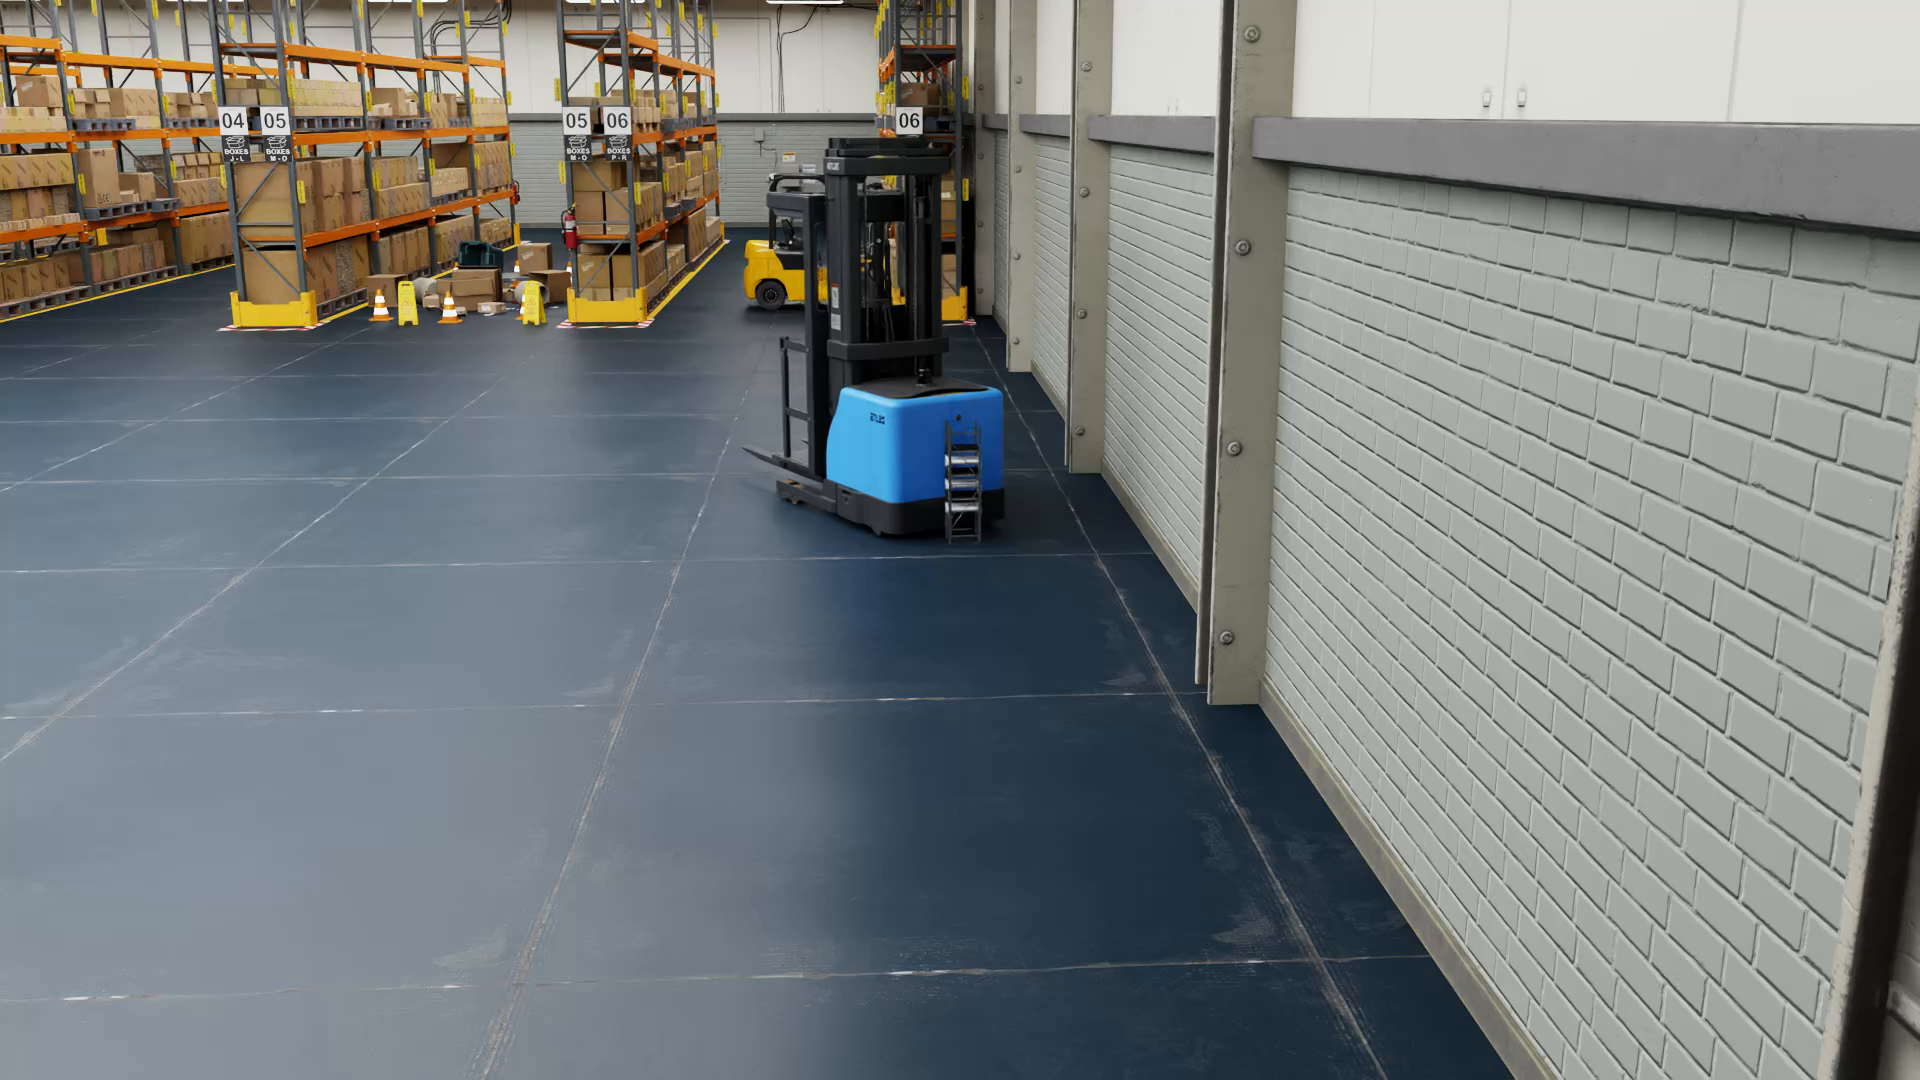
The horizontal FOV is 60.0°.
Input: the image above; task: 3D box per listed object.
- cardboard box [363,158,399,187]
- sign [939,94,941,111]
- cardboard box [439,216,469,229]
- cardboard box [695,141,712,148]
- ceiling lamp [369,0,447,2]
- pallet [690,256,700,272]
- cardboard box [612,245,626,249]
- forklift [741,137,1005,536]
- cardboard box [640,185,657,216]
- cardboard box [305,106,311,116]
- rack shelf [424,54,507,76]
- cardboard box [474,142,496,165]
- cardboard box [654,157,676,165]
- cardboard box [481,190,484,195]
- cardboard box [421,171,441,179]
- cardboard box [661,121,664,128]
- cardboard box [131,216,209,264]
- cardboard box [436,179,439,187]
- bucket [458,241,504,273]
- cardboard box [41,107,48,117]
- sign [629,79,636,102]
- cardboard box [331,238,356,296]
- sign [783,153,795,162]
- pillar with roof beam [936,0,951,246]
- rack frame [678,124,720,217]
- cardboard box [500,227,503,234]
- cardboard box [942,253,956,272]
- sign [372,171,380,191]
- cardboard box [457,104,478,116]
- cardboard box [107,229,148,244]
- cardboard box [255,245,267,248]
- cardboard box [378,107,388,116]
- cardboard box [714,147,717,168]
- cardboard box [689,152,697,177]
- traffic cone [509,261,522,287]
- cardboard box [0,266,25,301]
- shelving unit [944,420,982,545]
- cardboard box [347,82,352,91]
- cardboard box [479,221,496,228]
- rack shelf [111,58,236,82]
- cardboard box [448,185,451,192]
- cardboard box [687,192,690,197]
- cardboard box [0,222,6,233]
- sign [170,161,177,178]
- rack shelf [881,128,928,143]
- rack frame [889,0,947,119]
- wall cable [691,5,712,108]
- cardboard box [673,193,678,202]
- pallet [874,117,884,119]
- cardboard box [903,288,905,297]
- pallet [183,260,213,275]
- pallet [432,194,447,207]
[{"bbox_3d":[-10.743,-6.748,30.527,0.700,0.500,0.500,-1,14,-4],"label":"cardboard box"},{"bbox_3d":[-0.417,-8.635,32.851,0.100,0.325,0.005,-1,14,-3],"label":"sign"},{"bbox_3d":[-10.790,-6.749,35.407,0.500,0.250,0.500,0,14,-1],"label":"cardboard box"},{"bbox_3d":[-6.084,-9.371,39.417,0.380,0.149,0.250,-1,14,-2],"label":"cardboard box"},{"bbox_3d":[-13.947,-15.085,41.382,2.000,3.185,0.800,-1,14,-3],"label":"ceiling lamp"},{"bbox_3d":[-5.899,-5.656,34.086,1.003,0.211,1.213,-1,14,-3],"label":"pallet"},{"bbox_3d":[-5.835,-4.637,27.698,0.500,0.500,0.500,0,14,-1],"label":"cardboard box"},{"bbox_3d":[-0.868,-1.768,13.517,1.130,2.935,3.031,-9,17,-31],"label":"forklift"},{"bbox_3d":[-5.326,-5.643,27.643,0.500,0.500,0.500,0,14,-2],"label":"cardboard box"},{"bbox_3d":[-10.096,-6.517,25.276,0.380,0.149,0.250,-1,14,-3],"label":"cardboard box"},{"bbox_3d":[-11.231,-10.755,37.719,1.077,0.370,4.000,-1,14,-3],"label":"rack shelf"},{"bbox_3d":[-10.970,-8.877,38.205,0.500,0.500,0.500,-1,14,-5],"label":"cardboard box"},{"bbox_3d":[-5.542,-7.117,31.225,0.380,0.149,0.250,-2,15,-6],"label":"cardboard box"},{"bbox_3d":[-10.968,-7.853,37.531,0.380,0.149,0.250,-2,15,-6],"label":"cardboard box"},{"bbox_3d":[-10.740,-7.389,33.693,0.380,0.149,0.250,-1,15,-6],"label":"cardboard box"},{"bbox_3d":[-5.802,-7.933,31.113,0.797,0.503,0.637,-1,14,-3],"label":"cardboard box"},{"bbox_3d":[-15.838,-6.003,33.258,1.225,0.875,0.875,-2,15,-6],"label":"cardboard box"},{"bbox_3d":[-10.727,-7.191,33.518,0.380,0.149,0.250,-1,14,-5],"label":"cardboard box"},{"bbox_3d":[-8.302,-4.866,28.936,0.726,0.611,0.620,4,5,16],"label":"bucket"},{"bbox_3d":[-15.232,-7.029,27.308,0.380,0.149,0.250,-2,15,-6],"label":"cardboard box"},{"bbox_3d":[-4.888,-6.704,24.789,0.100,0.325,0.005,-1,14,-3],"label":"sign"},{"bbox_3d":[-10.583,-4.506,27.440,0.875,0.875,0.875,-1,14,-3],"label":"cardboard box"},{"bbox_3d":[-4.756,-10.648,46.233,0.339,0.242,0.001,-1,14,-3],"label":"sign"},{"bbox_3d":[-4.659,-10.908,36.861,9.100,9.000,0.400,-1,14,-3],"label":"pillar with roof beam"},{"bbox_3d":[-6.421,-8.799,40.705,1.000,3.000,0.127,-1,14,-3],"label":"rack frame"},{"bbox_3d":[-10.958,-7.280,39.081,0.380,0.149,0.250,-1,14,-3],"label":"cardboard box"},{"bbox_3d":[-0.316,-4.376,26.182,0.500,0.250,0.500,-1,14,-4],"label":"cardboard box"},{"bbox_3d":[-10.058,-6.180,28.628,0.100,0.325,0.005,-1,14,-3],"label":"sign"},{"bbox_3d":[-10.897,-9.448,36.506,0.500,0.250,0.500,0,14,-2],"label":"cardboard box"},{"bbox_3d":[-15.701,-5.724,31.382,0.500,0.250,0.500,1,14,3],"label":"cardboard box"},{"bbox_3d":[-16.025,-6.991,37.099,0.875,0.875,0.875,-1,14,-3],"label":"cardboard box"},{"bbox_3d":[-10.439,-7.648,29.674,0.380,0.149,0.250,-1,14,-3],"label":"cardboard box"},{"bbox_3d":[-6.153,-9.215,40.116,0.500,0.500,0.500,0,14,-2],"label":"cardboard box"},{"bbox_3d":[-5.796,-7.846,34.794,0.500,0.500,0.500,-1,14,-3],"label":"cardboard box"},{"bbox_3d":[-8.167,-4.929,30.756,0.336,0.463,0.334,-1,14,-3],"label":"traffic cone"},{"bbox_3d":[-15.433,-4.119,26.690,0.500,0.500,0.500,0,14,2],"label":"cardboard box"},{"bbox_3d":[0.023,-0.432,12.399,0.258,0.900,0.210,-2,15,-8],"label":"shelving unit"},{"bbox_3d":[-10.240,-7.471,27.383,0.380,0.149,0.250,-1,14,-4],"label":"cardboard box"},{"bbox_3d":[-11.037,-7.356,38.781,0.380,0.149,0.250,-1,14,-5],"label":"cardboard box"},{"bbox_3d":[-15.940,-9.517,33.702,1.077,0.370,4.000,-1,14,-3],"label":"rack shelf"},{"bbox_3d":[-10.784,-7.298,34.534,0.380,0.149,0.250,-1,14,-5],"label":"cardboard box"},{"bbox_3d":[-5.704,-6.862,33.479,0.500,0.250,0.500,-1,14,-4],"label":"cardboard box"},{"bbox_3d":[-15.141,-4.869,25.933,0.380,0.149,0.250,-1,14,-3],"label":"cardboard box"},{"bbox_3d":[-15.275,-7.189,32.284,0.100,0.325,0.005,-1,14,-3],"label":"sign"},{"bbox_3d":[-1.095,-8.489,34.922,1.077,0.370,4.000,-1,14,-3],"label":"rack shelf"},{"bbox_3d":[-0.723,-8.797,28.659,1.000,3.000,0.127,-1,14,-3],"label":"rack frame"},{"bbox_3d":[-7.054,-13.115,45.438,0.463,3.000,0.029,-1,14,-3],"label":"wall cable"},{"bbox_3d":[-5.449,-6.363,30.899,0.380,0.149,0.250,0,14,-1],"label":"cardboard box"},{"bbox_3d":[-1.248,-9.080,36.155,1.213,0.211,1.003,-1,14,-3],"label":"pallet"},{"bbox_3d":[-0.820,-3.881,26.266,0.500,0.250,0.500,-1,14,-3],"label":"cardboard box"},{"bbox_3d":[-15.790,-5.503,33.491,1.003,0.211,1.213,-1,14,-3],"label":"pallet"},{"bbox_3d":[-11.010,-6.790,33.283,1.213,0.211,1.003,-1,14,-3],"label":"pallet"}]
